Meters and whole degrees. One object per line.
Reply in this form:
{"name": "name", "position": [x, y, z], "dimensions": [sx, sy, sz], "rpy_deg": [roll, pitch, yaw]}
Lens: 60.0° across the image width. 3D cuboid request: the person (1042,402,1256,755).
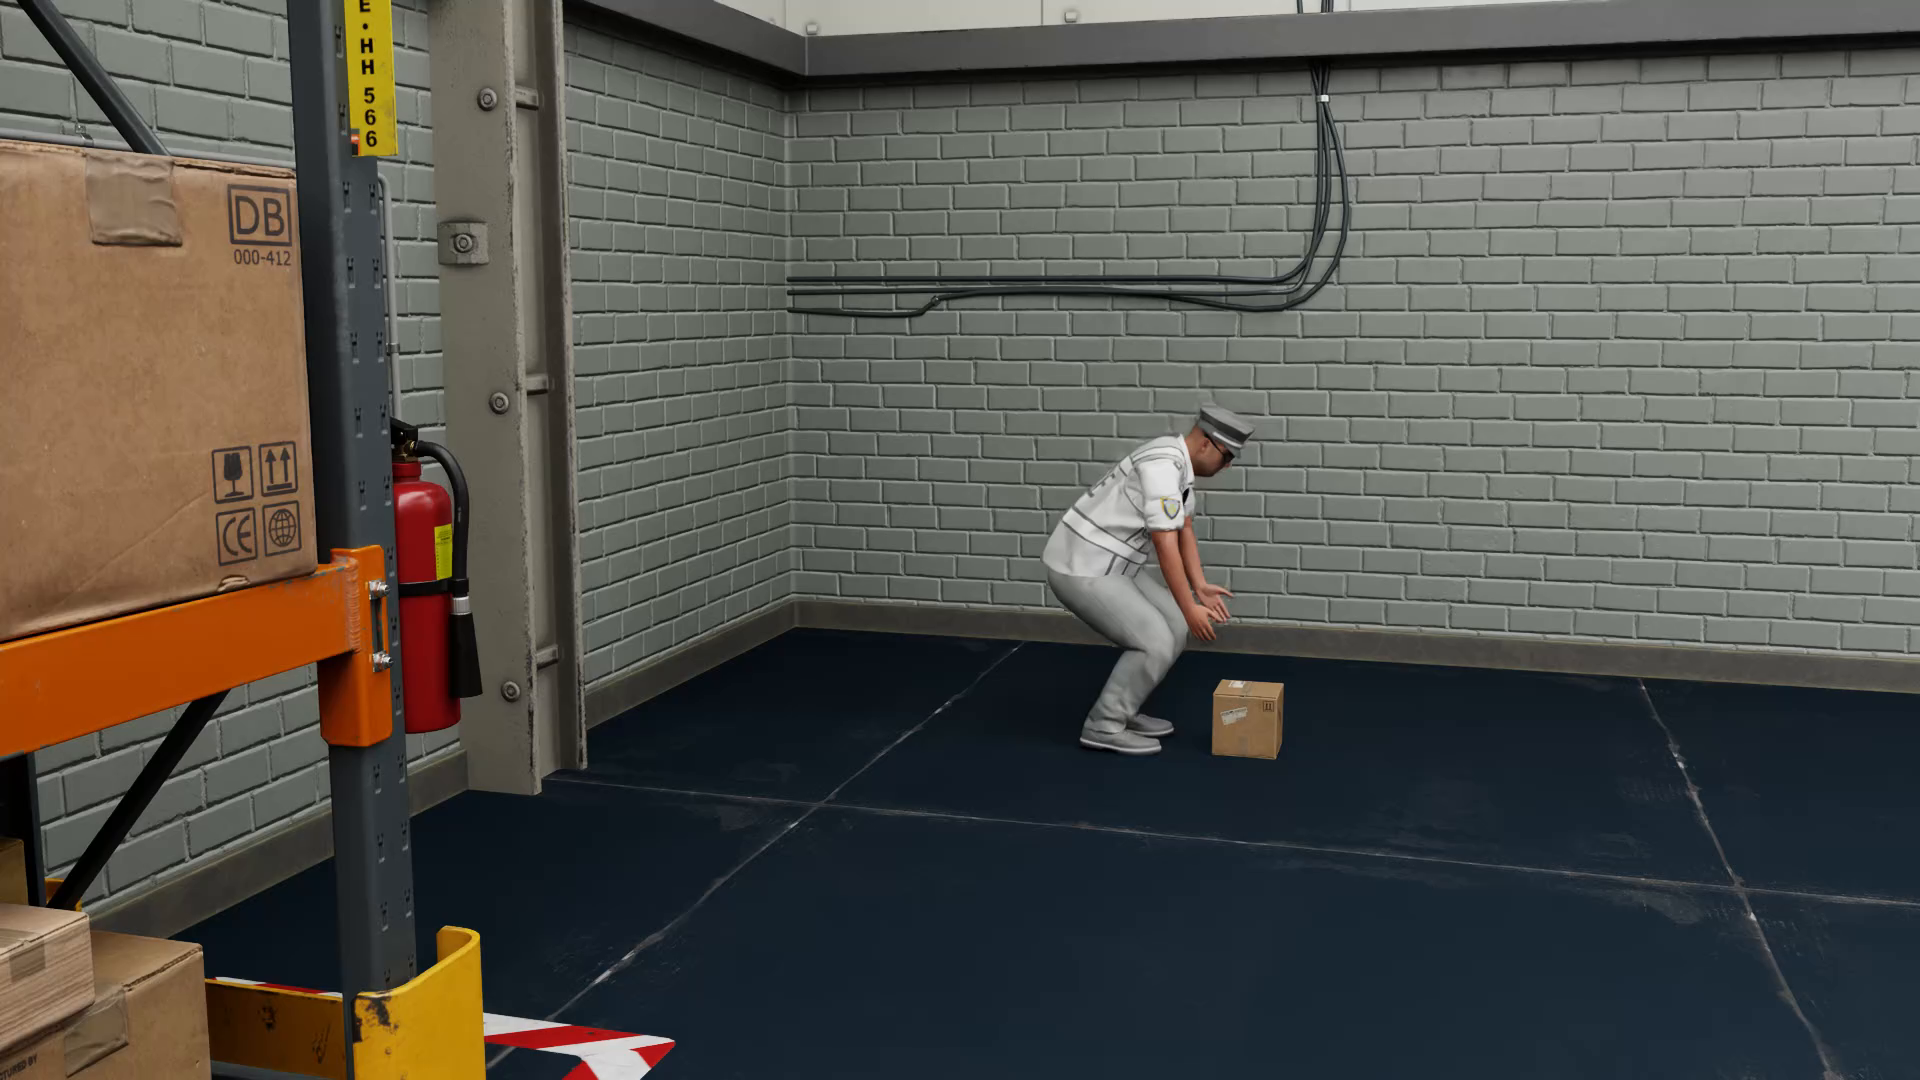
{"name": "person", "position": [0.757, 0.137, 6.684], "dimensions": [0.826, 1.381, 0.590], "rpy_deg": [2, 9, 16]}
